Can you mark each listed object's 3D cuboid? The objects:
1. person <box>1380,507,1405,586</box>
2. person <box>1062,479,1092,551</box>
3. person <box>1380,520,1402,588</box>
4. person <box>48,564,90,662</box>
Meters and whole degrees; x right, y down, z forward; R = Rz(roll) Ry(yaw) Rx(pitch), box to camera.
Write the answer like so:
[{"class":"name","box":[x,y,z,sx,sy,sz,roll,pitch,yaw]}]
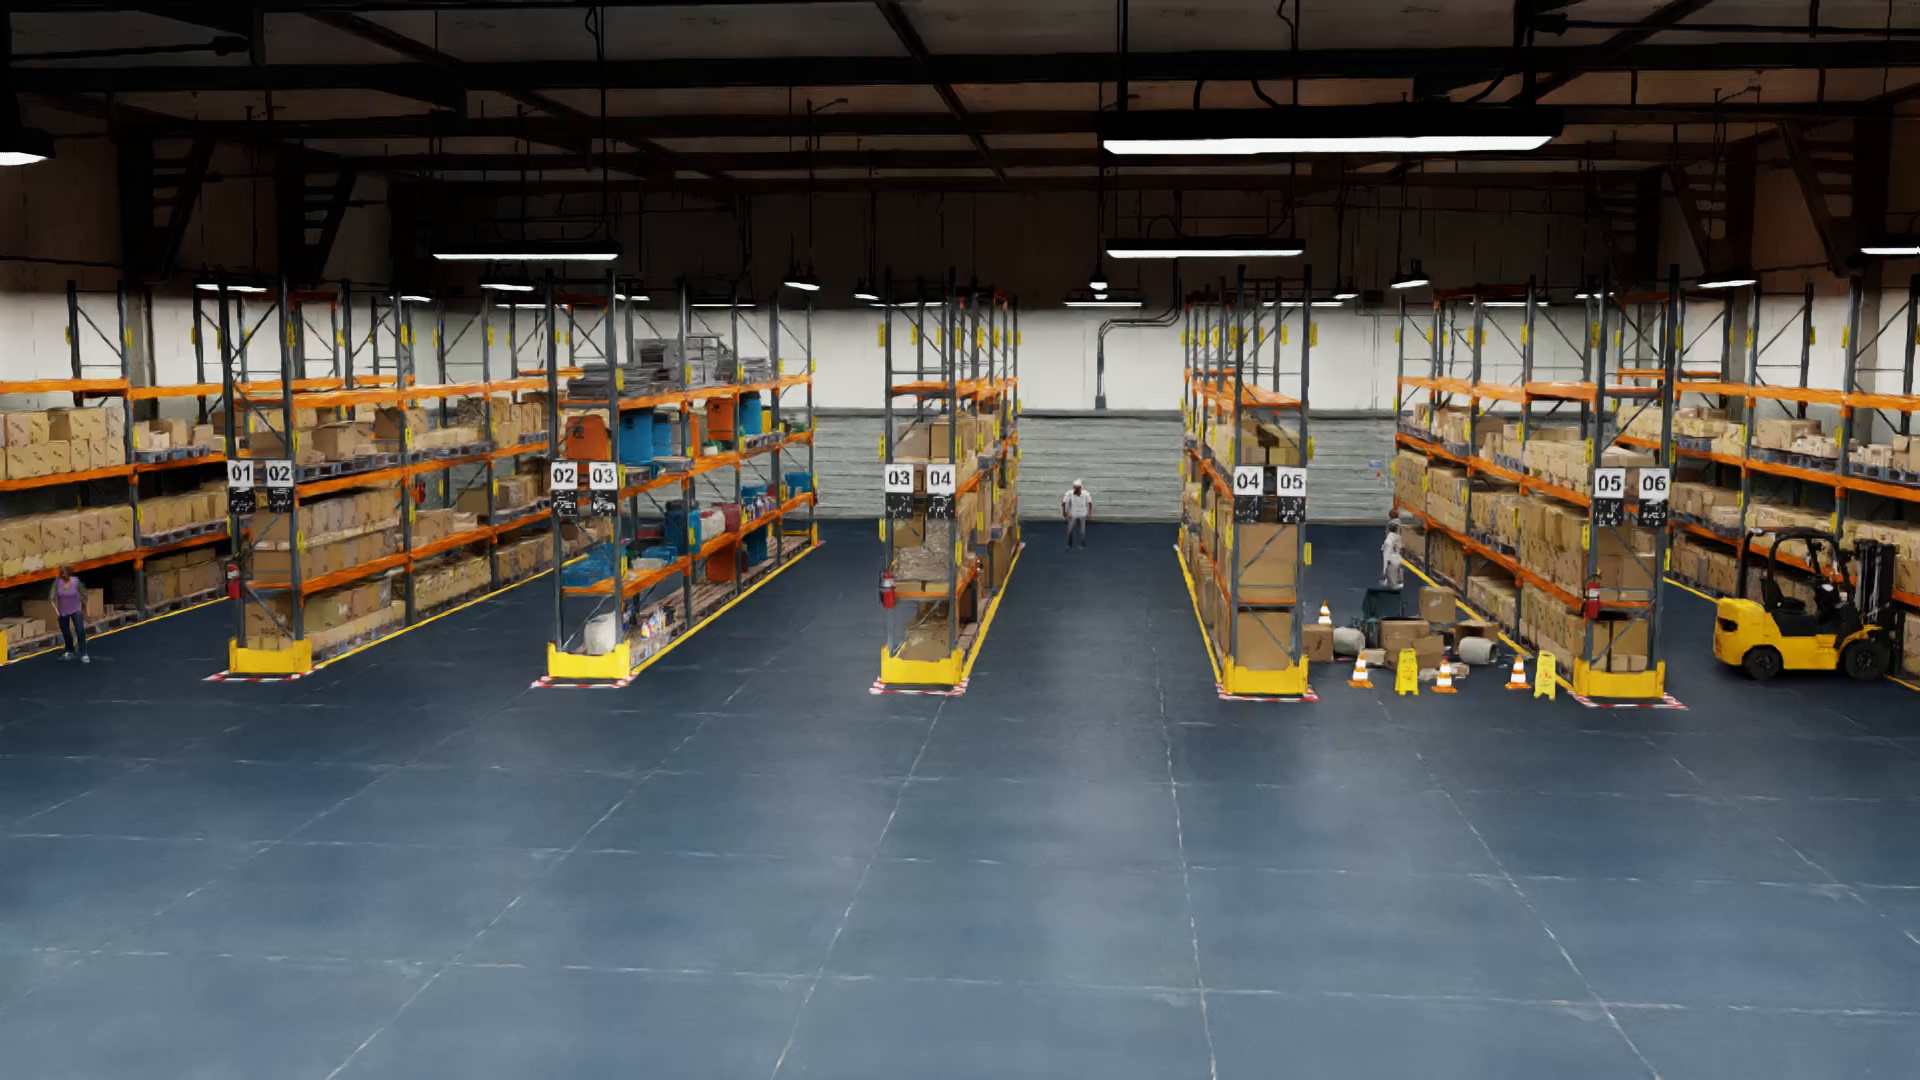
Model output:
[{"class":"person","box":[8.735,0.129,33.540,0.540,1.587,0.527,3,8,26]},{"class":"person","box":[2.751,-0.584,39.079,0.719,1.714,0.578,0,7,3]},{"class":"person","box":[7.894,0.462,30.505,0.539,1.665,0.572,4,8,32]},{"class":"person","box":[-13.730,1.120,25.700,0.574,1.535,0.749,-2,7,-15]}]
